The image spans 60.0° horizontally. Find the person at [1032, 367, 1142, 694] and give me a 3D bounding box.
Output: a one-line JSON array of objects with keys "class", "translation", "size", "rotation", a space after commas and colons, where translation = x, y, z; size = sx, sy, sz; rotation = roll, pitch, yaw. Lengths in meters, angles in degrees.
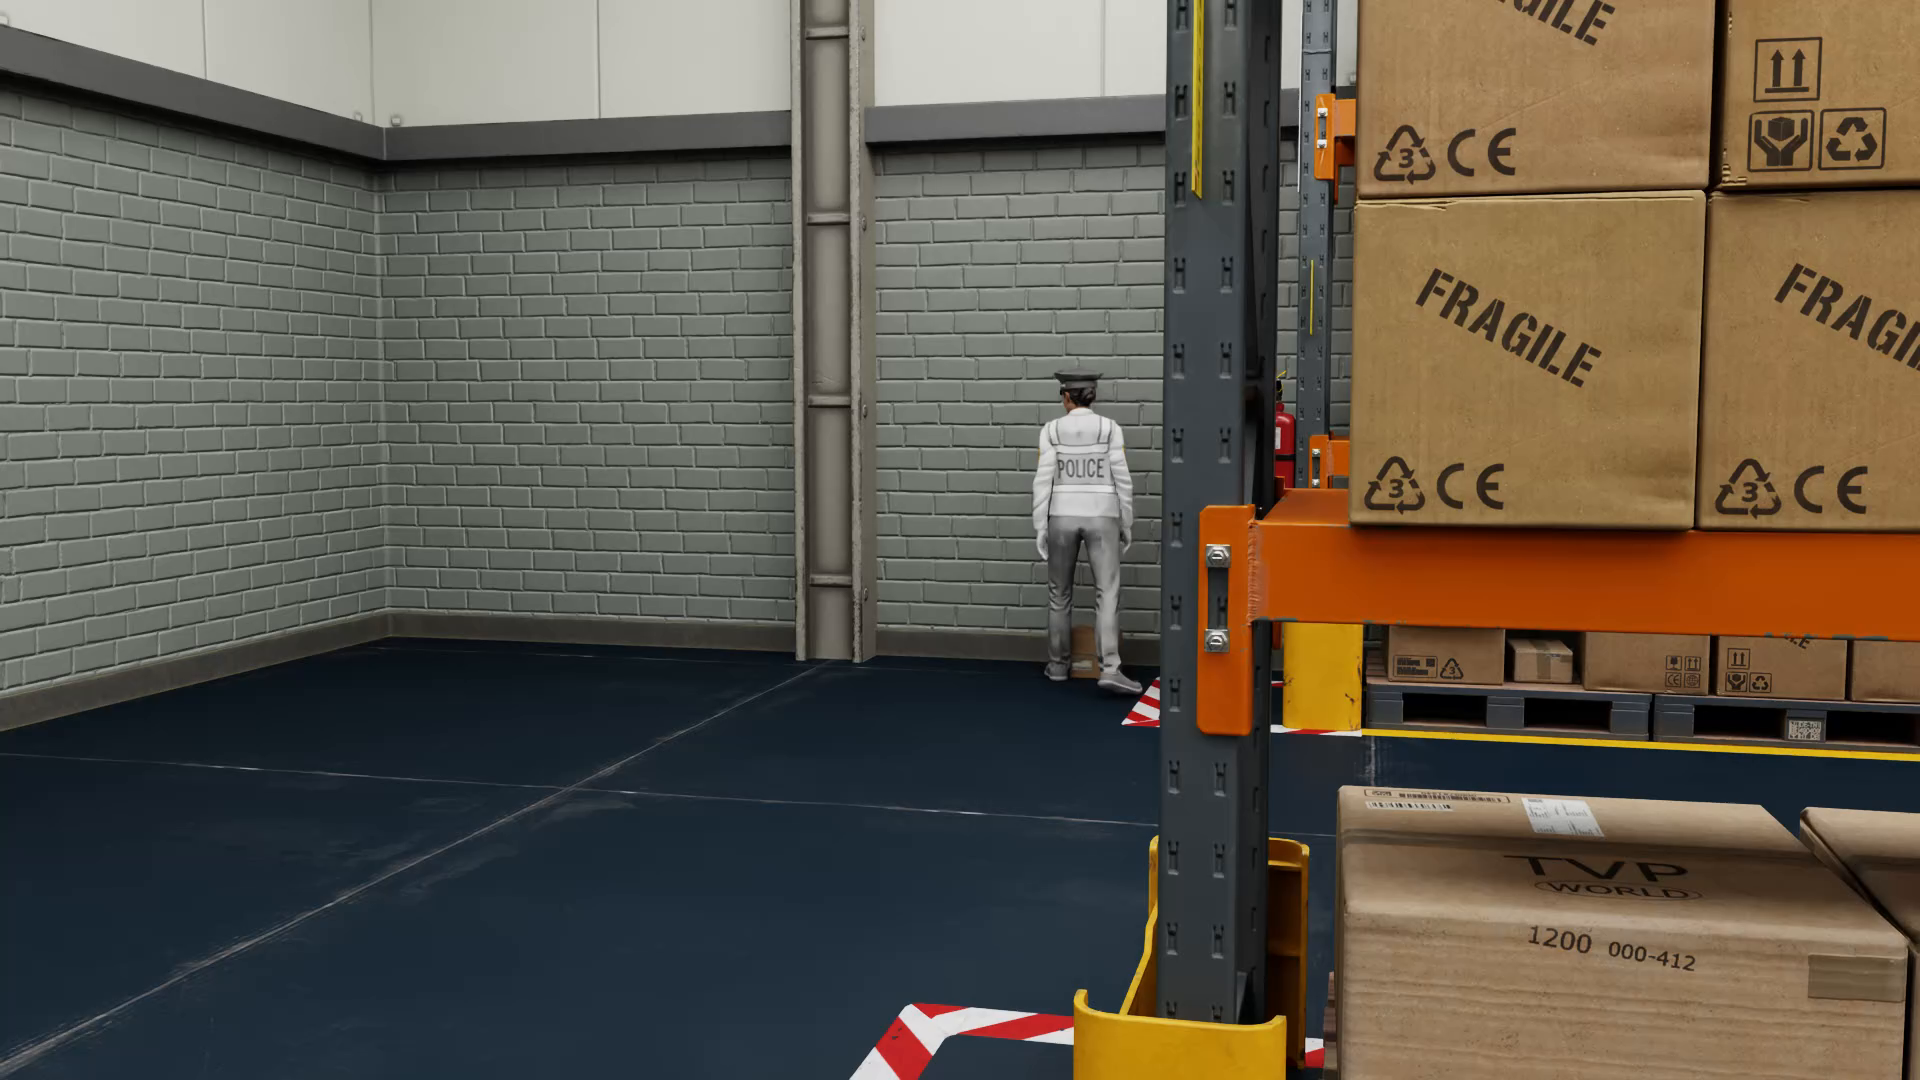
[{"class": "person", "translation": [0.667, -0.063, 8.533], "size": [0.585, 1.648, 0.725], "rotation": [1, 5, 12]}]
